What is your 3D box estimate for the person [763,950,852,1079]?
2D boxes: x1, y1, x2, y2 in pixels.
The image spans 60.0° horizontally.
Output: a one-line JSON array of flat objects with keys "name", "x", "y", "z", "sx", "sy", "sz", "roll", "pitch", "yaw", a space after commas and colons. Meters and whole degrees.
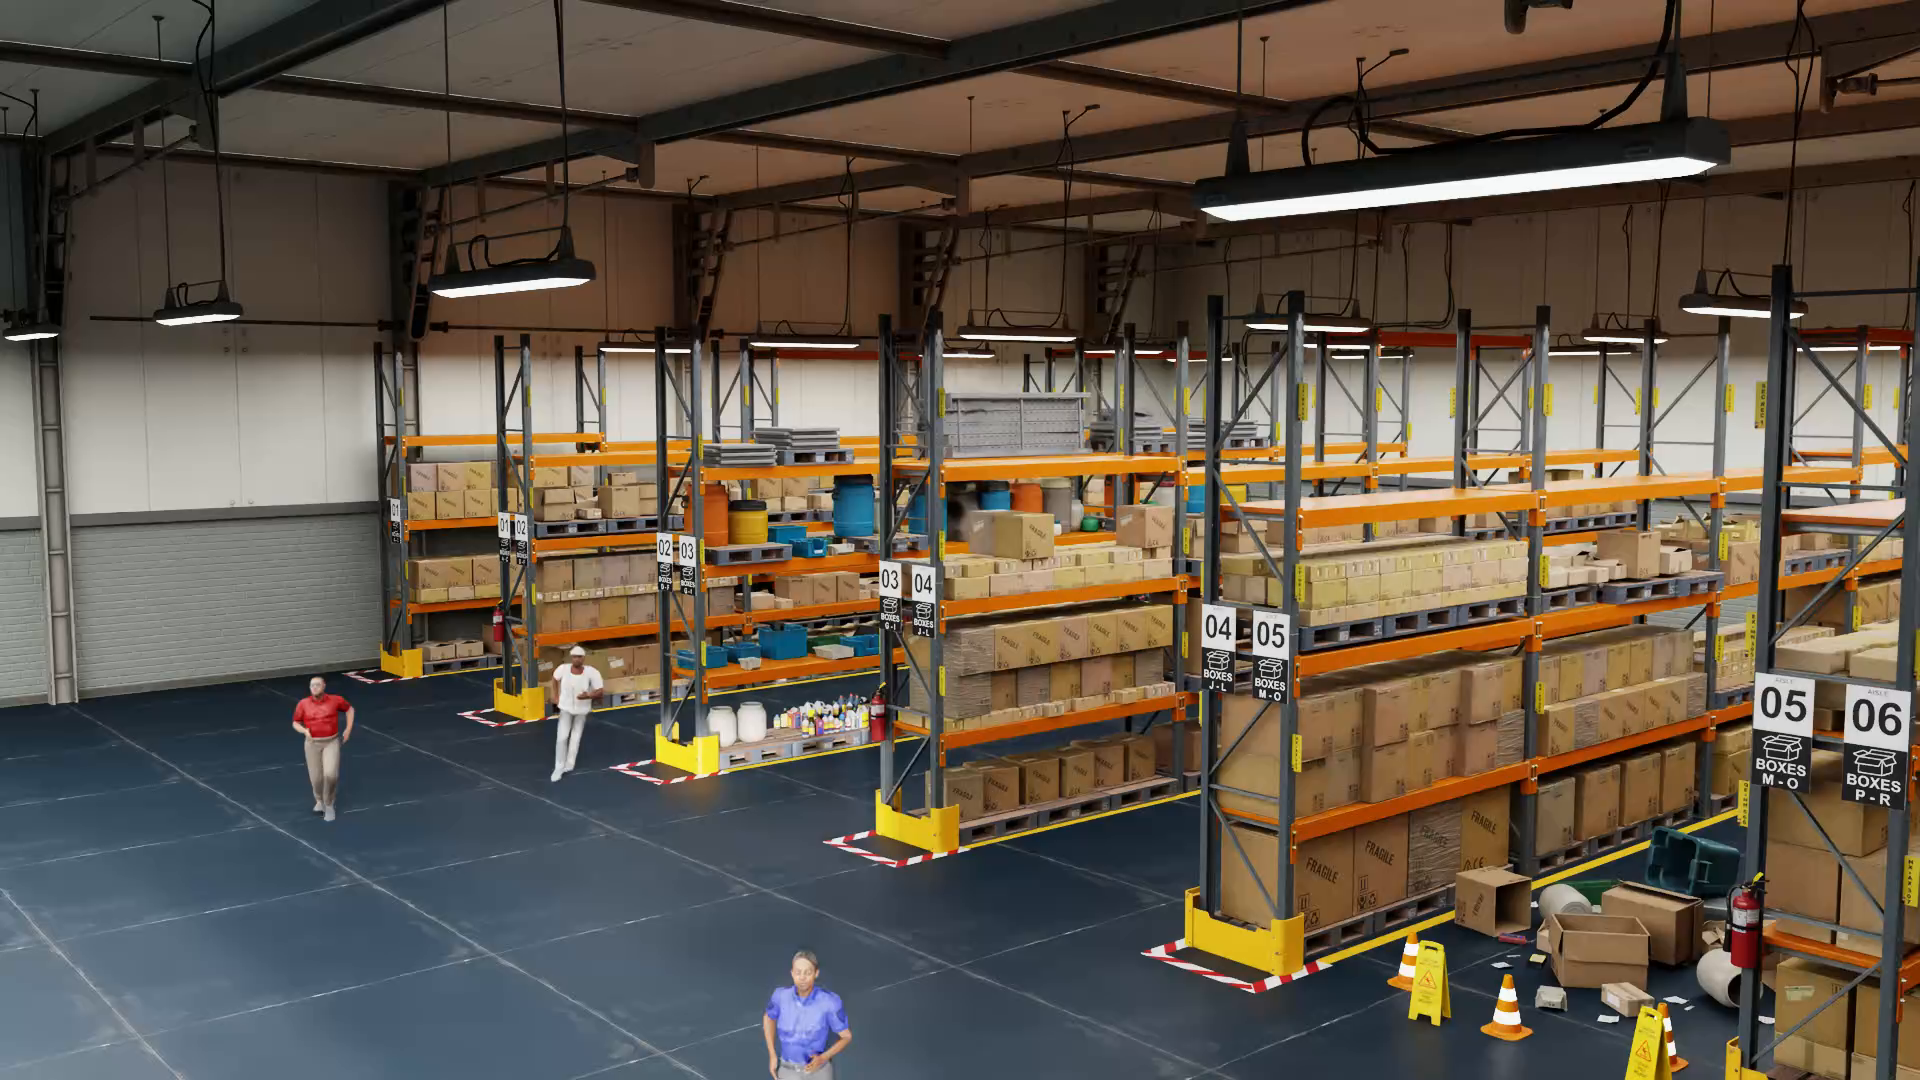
[{"name": "person", "x": -0.966, "y": 3.441, "z": 10.467, "sx": 0.584, "sy": 1.581, "sz": 0.796, "roll": 0, "pitch": 5, "yaw": 2}]

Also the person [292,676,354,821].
[{"name": "person", "x": -7.684, "y": 2.515, "z": 20.033, "sx": 0.656, "sy": 1.754, "sz": 0.737, "roll": -1, "pitch": 5, "yaw": -13}]

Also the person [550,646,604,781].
[{"name": "person", "x": -5.092, "y": 2.293, "z": 22.119, "sx": 0.705, "sy": 1.808, "sz": 0.727, "roll": -1, "pitch": 5, "yaw": -8}]
